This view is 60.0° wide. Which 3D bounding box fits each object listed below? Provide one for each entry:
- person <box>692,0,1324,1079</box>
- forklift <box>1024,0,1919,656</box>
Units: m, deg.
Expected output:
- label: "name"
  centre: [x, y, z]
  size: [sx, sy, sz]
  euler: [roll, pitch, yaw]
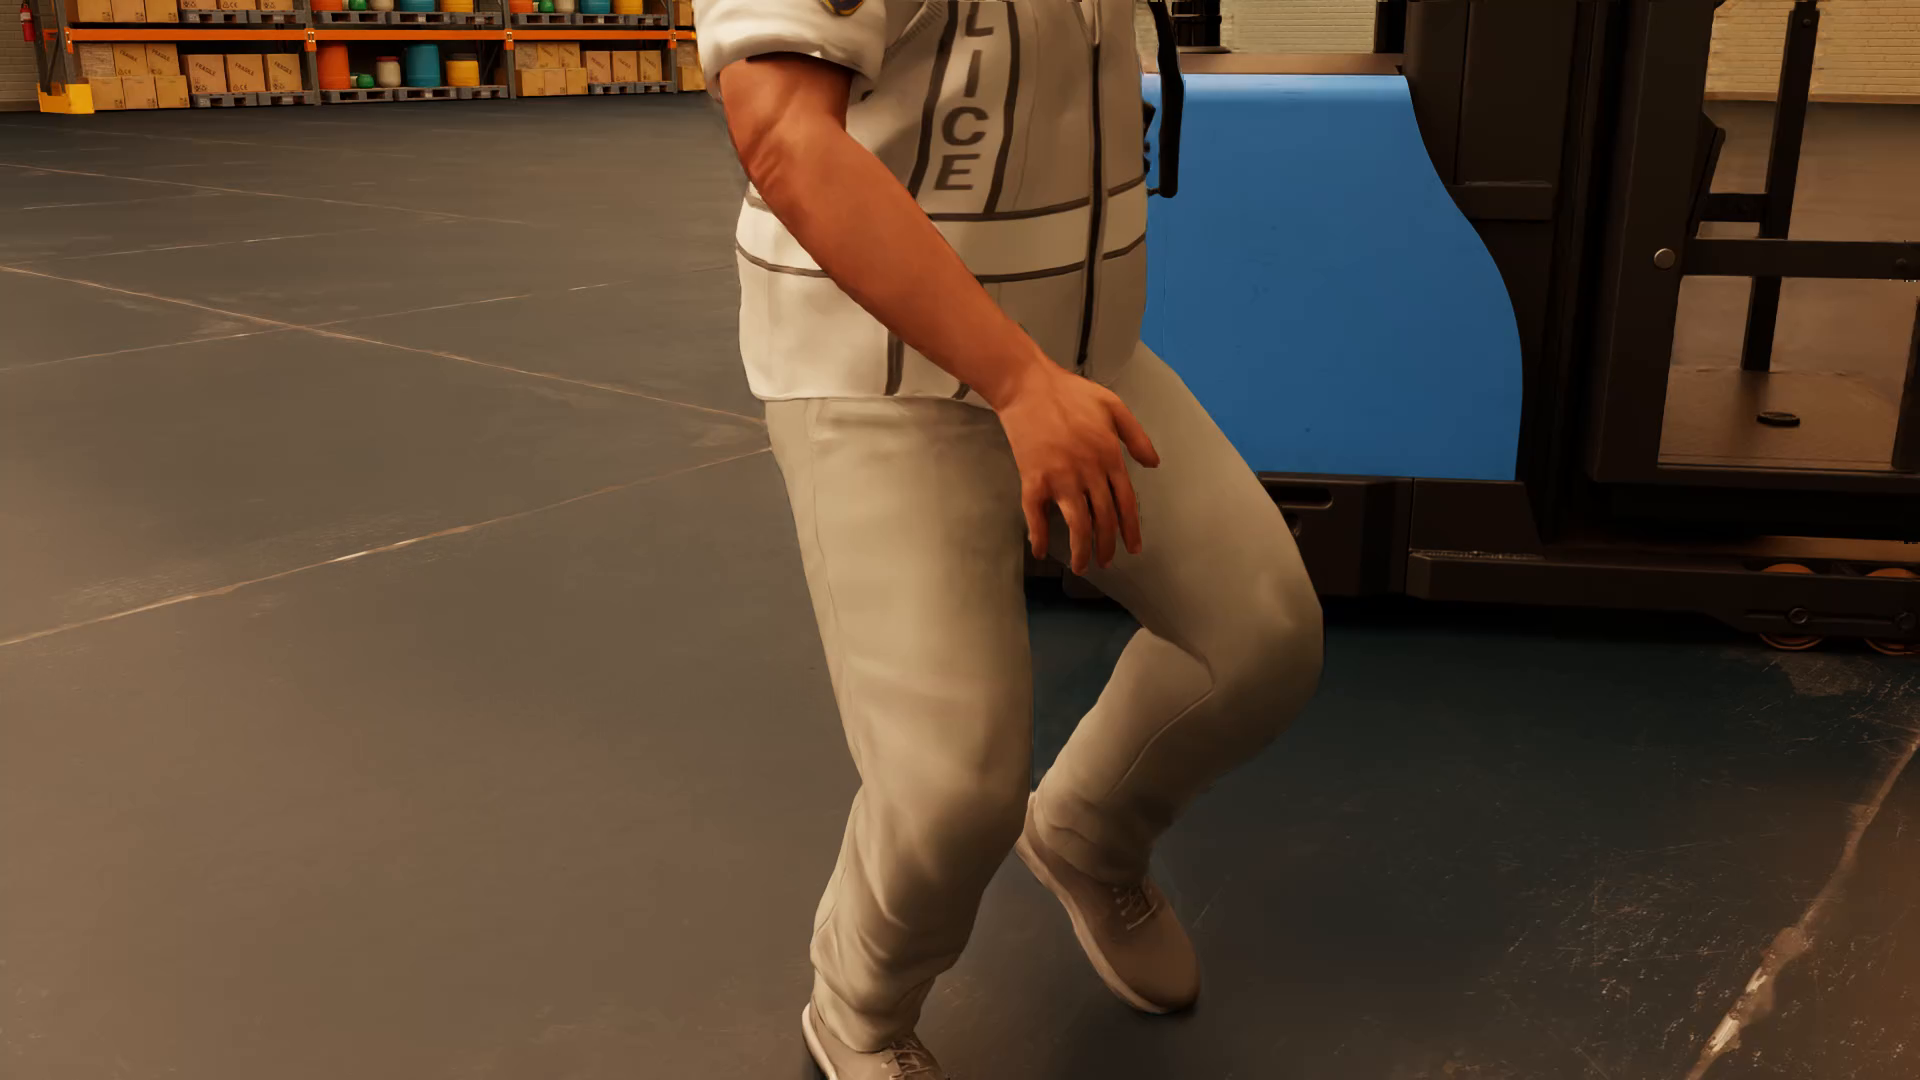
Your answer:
- label: "person"
  centre: [0.046, -0.176, 1.702]
  size: [0.673, 1.672, 0.774]
  euler: [16, 23, 42]
- label: "forklift"
  centre: [1.609, -1.345, 3.327]
  size: [3.031, 2.935, 1.130]
  euler: [3, 17, 8]
